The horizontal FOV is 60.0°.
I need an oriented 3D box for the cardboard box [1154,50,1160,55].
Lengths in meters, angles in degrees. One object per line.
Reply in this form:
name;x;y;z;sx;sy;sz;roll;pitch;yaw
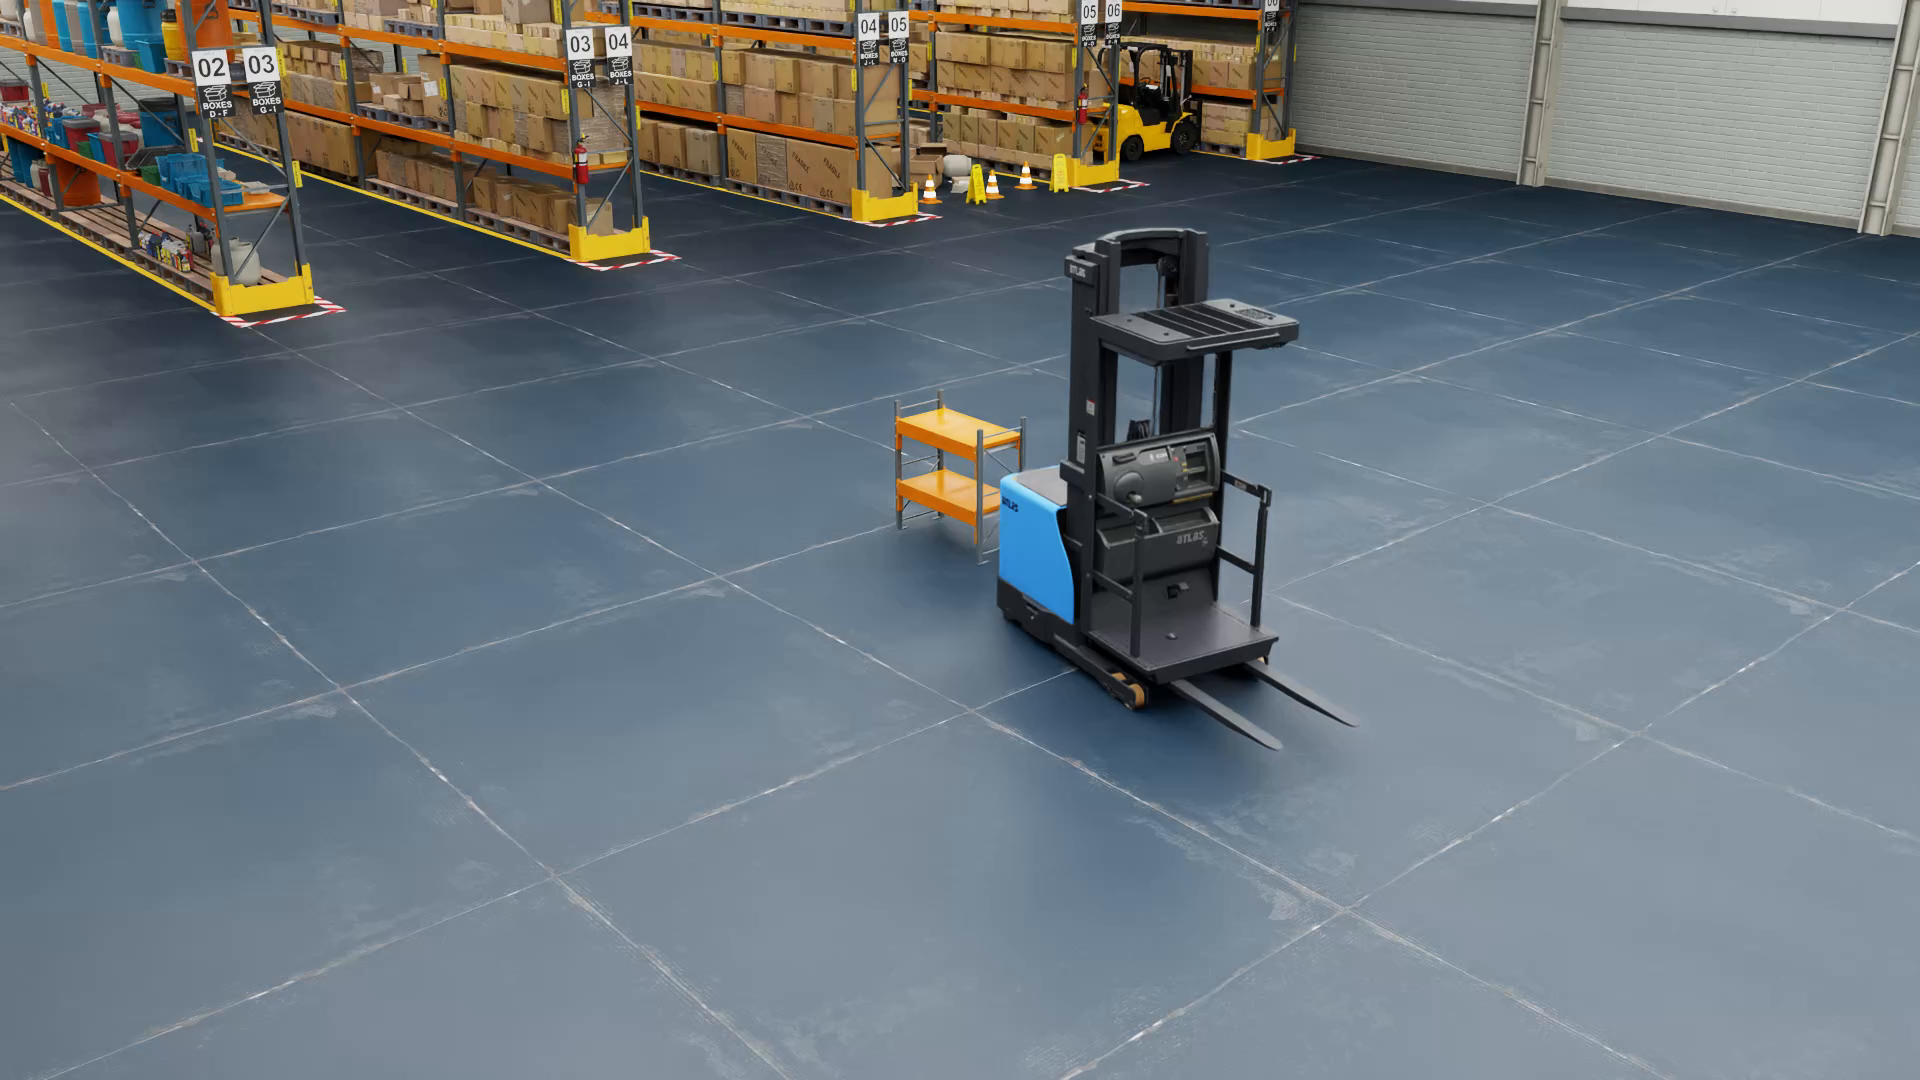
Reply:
cardboard box;4.235;-10.101;34.361;0.380;0.149;0.250;-18;28;-38

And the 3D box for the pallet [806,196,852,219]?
pallet;-1.823;-5.608;27.740;1.003;0.211;1.213;-17;27;-37

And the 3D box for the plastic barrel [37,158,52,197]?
plastic barrel;-15.109;-6.099;27.899;0.600;0.588;0.708;-17;27;-37

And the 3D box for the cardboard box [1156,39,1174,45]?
cardboard box;4.265;-10.247;34.325;0.380;0.149;0.250;-18;28;-38

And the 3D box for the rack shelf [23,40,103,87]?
rack shelf;-12.734;-7.092;24.578;1.077;0.370;4.000;-17;27;-37

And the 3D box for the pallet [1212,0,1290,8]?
pallet;5.759;-10.651;32.798;1.003;0.211;1.213;-17;27;-37

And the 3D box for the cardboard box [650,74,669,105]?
cardboard box;-5.389;-8.356;30.793;0.500;0.500;0.500;-18;28;-38

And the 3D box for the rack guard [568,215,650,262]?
rack guard;-5.115;-4.409;24.281;1.175;0.500;0.348;-17;27;-37

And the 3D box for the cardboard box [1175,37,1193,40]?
cardboard box;4.707;-10.390;34.689;0.380;0.149;0.250;-18;28;-38

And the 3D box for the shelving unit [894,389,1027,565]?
shelving unit;-0.004;-0.526;13.510;0.538;1.125;1.048;-17;27;-37

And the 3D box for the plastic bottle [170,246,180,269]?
plastic bottle;-10.582;-3.827;22.499;0.152;0.276;0.135;-18;28;-39

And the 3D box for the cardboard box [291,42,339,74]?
cardboard box;-12.036;-9.014;31.098;0.797;0.503;0.637;-17;27;-37

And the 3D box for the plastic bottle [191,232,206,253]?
plastic bottle;-10.760;-4.210;23.477;0.152;0.276;0.135;-17;27;-37

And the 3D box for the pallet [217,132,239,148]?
pallet;-14.928;-8.472;35.050;1.003;0.211;1.213;-17;27;-37

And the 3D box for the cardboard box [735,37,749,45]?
cardboard box;-4.642;-11.275;36.876;0.500;0.500;0.500;-18;28;-39

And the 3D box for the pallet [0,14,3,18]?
pallet;-16.065;-8.803;28.220;1.213;0.211;1.003;-17;27;-37

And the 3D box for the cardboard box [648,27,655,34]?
cardboard box;-7.219;-12.362;39.650;0.500;0.500;0.500;-18;27;-38

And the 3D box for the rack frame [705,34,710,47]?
rack frame;-5.390;-11.226;38.259;1.000;3.000;0.127;-17;27;-37

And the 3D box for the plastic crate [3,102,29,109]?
plastic crate;-16.846;-7.756;29.678;0.396;0.136;0.243;-17;27;-37

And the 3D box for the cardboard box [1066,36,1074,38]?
cardboard box;2.563;-11.128;36.981;0.380;0.149;0.250;-17;27;-37

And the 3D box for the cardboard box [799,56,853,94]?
cardboard box;-2.146;-7.706;27.585;0.875;0.550;0.550;-17;27;-37

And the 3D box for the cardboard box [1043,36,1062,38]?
cardboard box;2.057;-11.091;36.888;0.380;0.149;0.250;-17;27;-37

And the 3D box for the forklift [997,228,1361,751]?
forklift;1.433;-0.446;10.831;1.130;2.935;3.031;-12;24;-27

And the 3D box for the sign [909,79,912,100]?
sign;-0.817;-7.275;26.876;0.100;0.325;0.005;-17;27;-37

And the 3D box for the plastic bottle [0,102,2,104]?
plastic bottle;-16.640;-7.480;28.761;0.144;0.351;0.185;-17;27;-37

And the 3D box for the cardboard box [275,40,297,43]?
cardboard box;-13.333;-9.616;32.918;0.500;0.500;0.500;-17;27;-37

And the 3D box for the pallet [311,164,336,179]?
pallet;-11.537;-7.036;31.385;1.003;0.211;1.213;-17;27;-37

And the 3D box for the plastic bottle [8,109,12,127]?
plastic bottle;-15.826;-7.051;27.776;0.097;0.271;0.097;0;21;0

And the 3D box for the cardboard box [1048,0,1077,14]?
cardboard box;1.904;-9.453;29.418;0.500;0.250;0.500;-18;28;-38

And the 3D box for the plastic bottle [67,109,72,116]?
plastic bottle;-14.886;-7.077;27.843;0.097;0.271;0.097;0;21;0

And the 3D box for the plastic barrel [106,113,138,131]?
plastic barrel;-12.648;-6.180;25.189;0.433;0.535;0.433;0;21;0

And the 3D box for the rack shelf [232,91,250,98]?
rack shelf;-14.203;-9.085;33.778;1.077;0.370;4.000;-17;27;-37

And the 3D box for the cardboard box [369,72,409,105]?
cardboard box;-9.904;-7.864;28.963;0.500;0.500;0.500;18;28;39

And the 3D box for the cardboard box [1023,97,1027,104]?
cardboard box;1.384;-8.134;30.709;0.380;0.149;0.250;-17;27;-37

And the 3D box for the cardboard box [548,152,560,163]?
cardboard box;-5.772;-5.590;24.215;0.380;0.149;0.250;-17;27;-37

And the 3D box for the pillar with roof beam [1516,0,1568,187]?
pillar with roof beam;7.084;-9.611;25.910;9.100;9.000;0.400;-17;27;-37

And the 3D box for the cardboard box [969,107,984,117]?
cardboard box;0.385;-8.165;31.720;0.380;0.149;0.250;-16;27;-35

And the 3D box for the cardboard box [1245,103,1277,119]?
cardboard box;6.030;-8.652;33.511;0.500;0.250;0.500;-18;28;-38

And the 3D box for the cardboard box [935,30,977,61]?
cardboard box;-0.045;-9.493;31.919;0.700;0.500;0.500;-18;28;-38

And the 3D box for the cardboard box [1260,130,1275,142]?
cardboard box;6.028;-8.191;33.704;0.500;0.250;0.500;-17;27;-37

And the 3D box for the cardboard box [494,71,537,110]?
cardboard box;-6.587;-6.711;24.815;0.500;0.500;0.500;-17;27;-37

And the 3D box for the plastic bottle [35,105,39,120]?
plastic bottle;-15.791;-7.404;28.567;0.144;0.351;0.185;-17;27;-37

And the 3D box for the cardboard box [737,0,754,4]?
cardboard box;-3.415;-9.176;27.998;0.500;0.250;0.500;-18;28;-38

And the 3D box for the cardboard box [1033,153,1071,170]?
cardboard box;1.695;-6.992;30.643;0.500;0.250;0.500;-18;27;-38

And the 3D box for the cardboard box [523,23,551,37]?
cardboard box;-6.007;-7.280;23.729;0.380;0.149;0.250;-17;27;-37

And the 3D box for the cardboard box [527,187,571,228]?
cardboard box;-6.270;-5.094;25.455;0.500;0.500;0.500;-14;26;-33

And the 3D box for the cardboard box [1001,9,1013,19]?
cardboard box;0.961;-9.636;30.431;0.380;0.149;0.250;-18;28;-38

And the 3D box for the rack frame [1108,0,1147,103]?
rack frame;3.589;-10.199;35.636;1.000;3.000;0.127;-17;27;-37

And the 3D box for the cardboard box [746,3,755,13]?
cardboard box;-3.377;-8.940;27.942;0.380;0.149;0.250;-18;28;-38

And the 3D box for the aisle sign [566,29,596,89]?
aisle sign;-5.252;-6.674;23.071;0.394;0.787;0.004;-17;27;-37

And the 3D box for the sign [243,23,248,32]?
sign;-15.089;-10.747;35.123;0.100;0.325;0.005;-17;27;-37

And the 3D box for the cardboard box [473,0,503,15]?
cardboard box;-7.189;-8.408;25.720;0.500;0.500;0.500;-18;28;-39

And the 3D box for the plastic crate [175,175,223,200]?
plastic crate;-9.790;-4.551;21.421;0.499;0.251;0.408;-17;27;-37

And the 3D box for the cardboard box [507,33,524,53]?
cardboard box;-6.228;-7.232;24.154;0.500;0.250;0.500;-17;27;-36

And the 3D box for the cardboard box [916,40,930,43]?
cardboard box;-0.585;-9.733;33.325;0.500;0.500;0.500;-17;27;-37

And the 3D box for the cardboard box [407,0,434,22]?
cardboard box;-8.523;-8.711;27.006;0.797;0.503;0.637;-16;27;-35

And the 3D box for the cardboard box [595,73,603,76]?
cardboard box;-7.134;-9.020;32.396;0.380;0.149;0.250;-17;27;-37
